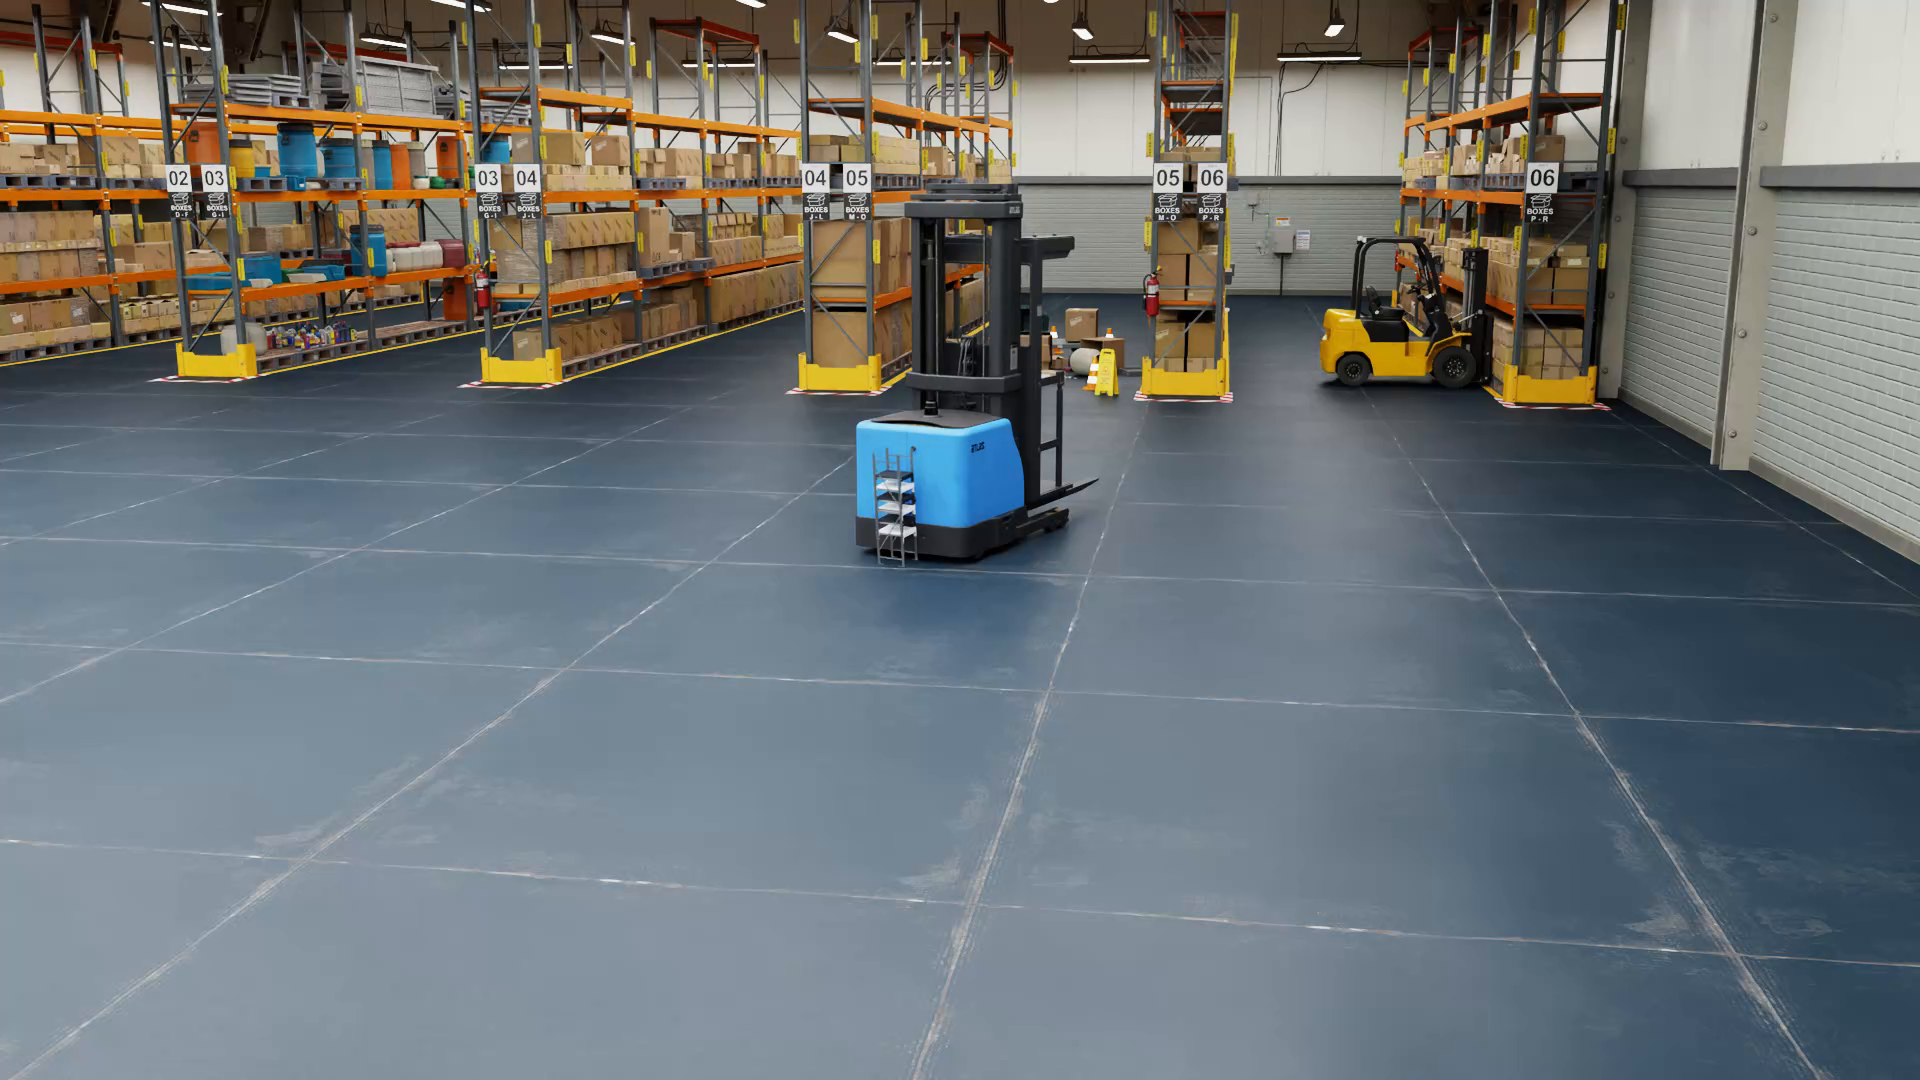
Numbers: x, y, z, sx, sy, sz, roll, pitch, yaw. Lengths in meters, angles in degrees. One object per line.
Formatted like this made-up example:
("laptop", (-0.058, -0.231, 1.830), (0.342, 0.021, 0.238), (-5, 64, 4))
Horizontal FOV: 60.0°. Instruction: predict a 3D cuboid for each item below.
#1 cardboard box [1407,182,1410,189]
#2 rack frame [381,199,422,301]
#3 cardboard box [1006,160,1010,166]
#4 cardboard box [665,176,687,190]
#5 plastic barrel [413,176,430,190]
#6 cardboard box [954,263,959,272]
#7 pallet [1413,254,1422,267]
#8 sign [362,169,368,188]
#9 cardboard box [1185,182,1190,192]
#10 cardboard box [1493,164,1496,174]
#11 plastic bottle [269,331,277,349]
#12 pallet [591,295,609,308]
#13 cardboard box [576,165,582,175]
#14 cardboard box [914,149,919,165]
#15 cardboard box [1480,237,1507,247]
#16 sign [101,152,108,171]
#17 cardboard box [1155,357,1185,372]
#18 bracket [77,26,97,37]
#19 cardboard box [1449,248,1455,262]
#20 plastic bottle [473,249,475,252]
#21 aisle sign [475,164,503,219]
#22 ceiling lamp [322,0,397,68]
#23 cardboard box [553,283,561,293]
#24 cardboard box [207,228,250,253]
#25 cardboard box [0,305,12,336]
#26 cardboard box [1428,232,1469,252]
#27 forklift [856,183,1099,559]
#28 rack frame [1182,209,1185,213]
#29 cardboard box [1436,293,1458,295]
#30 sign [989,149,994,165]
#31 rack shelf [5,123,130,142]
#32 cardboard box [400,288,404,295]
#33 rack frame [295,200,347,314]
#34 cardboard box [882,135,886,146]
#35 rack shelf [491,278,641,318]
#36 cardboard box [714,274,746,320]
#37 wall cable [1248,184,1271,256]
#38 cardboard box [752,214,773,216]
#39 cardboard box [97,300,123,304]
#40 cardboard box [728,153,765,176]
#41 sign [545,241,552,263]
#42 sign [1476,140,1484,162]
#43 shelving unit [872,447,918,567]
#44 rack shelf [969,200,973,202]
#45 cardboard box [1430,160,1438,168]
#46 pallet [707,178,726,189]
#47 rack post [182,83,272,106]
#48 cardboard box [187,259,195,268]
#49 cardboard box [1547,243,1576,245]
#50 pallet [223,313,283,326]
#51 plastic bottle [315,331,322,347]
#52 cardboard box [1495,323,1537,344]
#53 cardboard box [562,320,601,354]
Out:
("cardboard box", (10.011, -7.776, 36.433), (0.380, 0.149, 0.250), (2, 12, 8))
("rack frame", (-13.952, -7.506, 41.702), (1.000, 3.000, 0.127), (2, 12, 9))
("cardboard box", (0.961, -8.756, 38.606), (0.380, 0.149, 0.250), (2, 12, 8))
("cardboard box", (-5.368, -6.597, 30.720), (0.500, 0.250, 0.500), (2, 12, 10))
("plastic barrel", (-10.253, -6.806, 31.662), (0.301, 0.262, 0.301), (0, 12, 0))
("cardboard box", (-0.313, -5.284, 31.153), (0.500, 0.500, 0.500), (2, 12, 9))
("pallet", (9.688, -5.614, 33.378), (1.003, 0.211, 1.213), (2, 12, 9))
("sign", (-10.361, -6.297, 28.953), (0.100, 0.325, 0.005), (2, 12, 9))
("cardboard box", (3.131, -5.117, 24.093), (0.380, 0.149, 0.250), (2, 12, 9))
("cardboard box", (8.201, -5.559, 24.911), (0.380, 0.149, 0.250), (2, 12, 10))
("plastic bottle", (-11.498, -3.346, 27.803), (0.061, 0.283, 0.133), (2, 12, 9))
("pallet", (-9.223, -5.811, 40.457), (1.003, 0.211, 1.213), (2, 12, 9))
("cardboard box", (-6.120, -5.761, 25.895), (0.380, 0.149, 0.250), (1, 12, 6))
("cardboard box", (-0.946, -6.186, 26.875), (0.500, 0.250, 0.500), (2, 12, 8))
("cardboard box", (8.346, -4.660, 26.012), (0.380, 0.149, 0.250), (2, 12, 10))
("sign", (-15.248, -6.748, 29.651), (0.100, 0.325, 0.005), (2, 12, 9))
("cardboard box", (3.030, -2.576, 24.355), (0.500, 0.250, 0.500), (2, 12, 8))
("bracket", (-19.922, -11.601, 37.921), (0.235, 0.232, 0.430), (2, 12, 9))
("cardboard box", (8.915, -5.020, 29.337), (0.500, 0.250, 0.500), (2, 12, 10))
("plastic bottle", (-10.357, -6.089, 35.246), (0.144, 0.351, 0.185), (2, 12, 9))
("aisle sign", (-6.930, -5.121, 24.466), (0.394, 0.787, 0.004), (2, 12, 9))
("ceiling lamp", (-15.939, -13.929, 43.410), (2.000, 3.185, 0.800), (2, 12, 9))
("cardboard box", (-6.288, -3.834, 25.259), (0.380, 0.149, 0.250), (2, 12, 9))
("cardboard box", (-15.196, -6.230, 34.546), (0.700, 0.500, 0.500), (-2, 12, -10))
("cardboard box", (-16.035, -3.612, 27.382), (0.500, 0.500, 0.500), (2, 12, 9))
("cardboard box", (9.372, -5.639, 31.799), (0.797, 0.503, 0.637), (2, 12, 7))
("forklift", (0.297, -1.549, 14.224), (1.130, 2.935, 3.031), (6, 14, 28))
("rack frame", (4.398, -5.198, 30.992), (1.000, 3.000, 0.127), (2, 12, 9))
("cardboard box", (9.348, -4.666, 31.921), (0.380, 0.149, 0.250), (2, 12, 8))
("sign", (0.656, -8.064, 35.011), (0.100, 0.325, 0.005), (2, 12, 9))
("rack shelf", (-19.770, -8.802, 36.134), (1.077, 0.370, 4.000), (2, 12, 9))
("cardboard box", (-13.943, -6.133, 41.015), (0.380, 0.166, 0.250), (2, 12, 9))
("rack frame", (-14.567, -6.673, 37.839), (1.000, 3.000, 0.127), (2, 12, 9))
("cardboard box", (-1.295, -5.824, 24.247), (0.380, 0.149, 0.250), (2, 12, 8))
("rack shelf", (-6.317, -3.918, 26.762), (1.077, 0.370, 4.000), (2, 12, 9))
("cardboard box", (-5.123, -5.014, 34.185), (1.225, 0.875, 0.875), (2, 12, 9))
("wall cable", (7.876, -8.491, 43.861), (0.588, 1.984, 0.122), (2, 12, 9))
("cardboard box", (-4.655, -7.320, 38.708), (0.500, 0.500, 0.500), (2, 12, 7))
("cardboard box", (-15.944, -4.345, 31.235), (0.500, 0.311, 0.500), (2, 12, 10))
("cardboard box", (-4.718, -8.286, 36.729), (0.700, 0.500, 0.500), (1, 12, 5))
("sign", (-6.088, -4.259, 24.582), (0.100, 0.325, 0.005), (2, 12, 9))
("sign", (8.150, -6.094, 26.054), (0.100, 0.325, 0.005), (2, 12, 9))
("shelving unit", (-0.507, -0.257, 13.015), (0.258, 0.900, 0.210), (6, 18, 28))
("rack shelf", (0.414, -7.701, 37.194), (1.077, 0.370, 4.000), (2, 12, 9))
("cardboard box", (9.260, -7.243, 32.019), (0.380, 0.149, 0.250), (2, 12, 9))
("pallet", (-5.347, -7.029, 32.816), (1.213, 0.211, 1.003), (2, 12, 11))
("rack post", (-11.276, -6.856, 25.631), (0.937, 0.300, 0.954), (3, 13, 15))
("cardboard box", (-15.322, -5.451, 32.761), (0.380, 0.149, 0.250), (3, 12, 13))
("cardboard box", (8.489, -4.107, 23.446), (0.380, 0.149, 0.250), (2, 12, 9))
("pallet", (-15.030, -4.632, 34.984), (1.003, 0.211, 1.213), (2, 12, 9))
("plastic bottle", (-10.832, -3.397, 28.068), (0.097, 0.271, 0.097), (0, 12, 0))
("cardboard box", (7.908, -2.935, 23.648), (0.500, 0.250, 0.500), (2, 12, 10))
("cardboard box", (-6.209, -3.336, 27.291), (0.500, 0.500, 0.500), (1, 12, 4))
